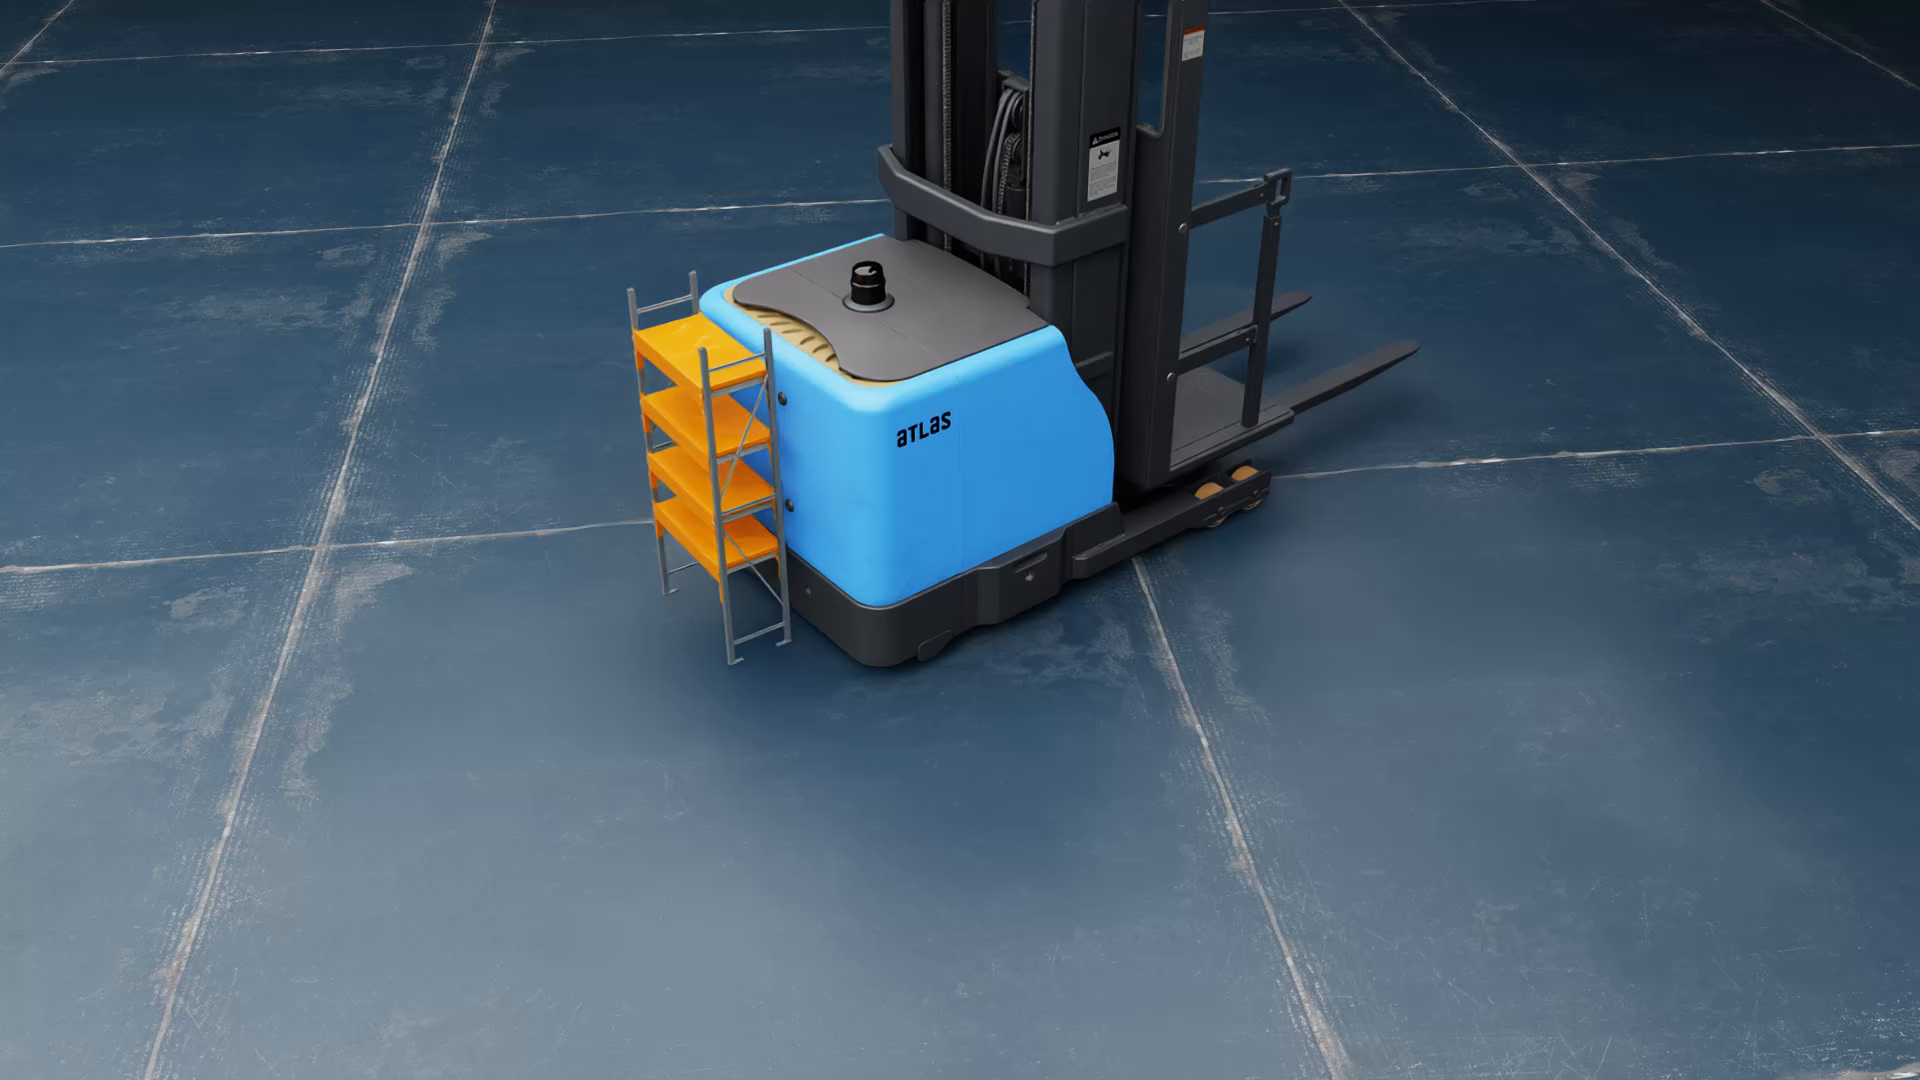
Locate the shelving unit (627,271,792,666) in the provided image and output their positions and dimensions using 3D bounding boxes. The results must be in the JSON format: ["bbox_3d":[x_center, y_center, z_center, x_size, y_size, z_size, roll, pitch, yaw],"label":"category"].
[{"bbox_3d":[-0.820,-0.223,5.511,0.258,1.200,0.503,-21,40,-28],"label":"shelving unit"}]

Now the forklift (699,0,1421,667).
[{"bbox_3d":[0.572,-1.470,5.804,3.031,2.935,1.130,-24,41,-31],"label":"forklift"}]

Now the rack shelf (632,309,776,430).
[{"bbox_3d":[-0.818,-0.549,5.291,0.258,0.148,0.480,-21,40,-28],"label":"rack shelf"}]

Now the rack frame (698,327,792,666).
[{"bbox_3d":[-0.680,-0.111,5.346,0.240,1.200,0.015,-21,40,-28],"label":"rack frame"}]

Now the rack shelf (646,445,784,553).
[{"bbox_3d":[-0.820,-0.168,5.549,0.258,0.148,0.480,-21,40,-28],"label":"rack shelf"}]

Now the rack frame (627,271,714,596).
[{"bbox_3d":[-0.960,-0.336,5.676,0.240,1.200,0.015,-21,40,-28],"label":"rack frame"}]

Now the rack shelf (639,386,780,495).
[{"bbox_3d":[-0.819,-0.353,5.423,0.258,0.148,0.480,-21,40,-28],"label":"rack shelf"}]

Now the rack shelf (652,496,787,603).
[{"bbox_3d":[-0.821,-0.003,5.660,0.258,0.148,0.480,-21,40,-28],"label":"rack shelf"}]
